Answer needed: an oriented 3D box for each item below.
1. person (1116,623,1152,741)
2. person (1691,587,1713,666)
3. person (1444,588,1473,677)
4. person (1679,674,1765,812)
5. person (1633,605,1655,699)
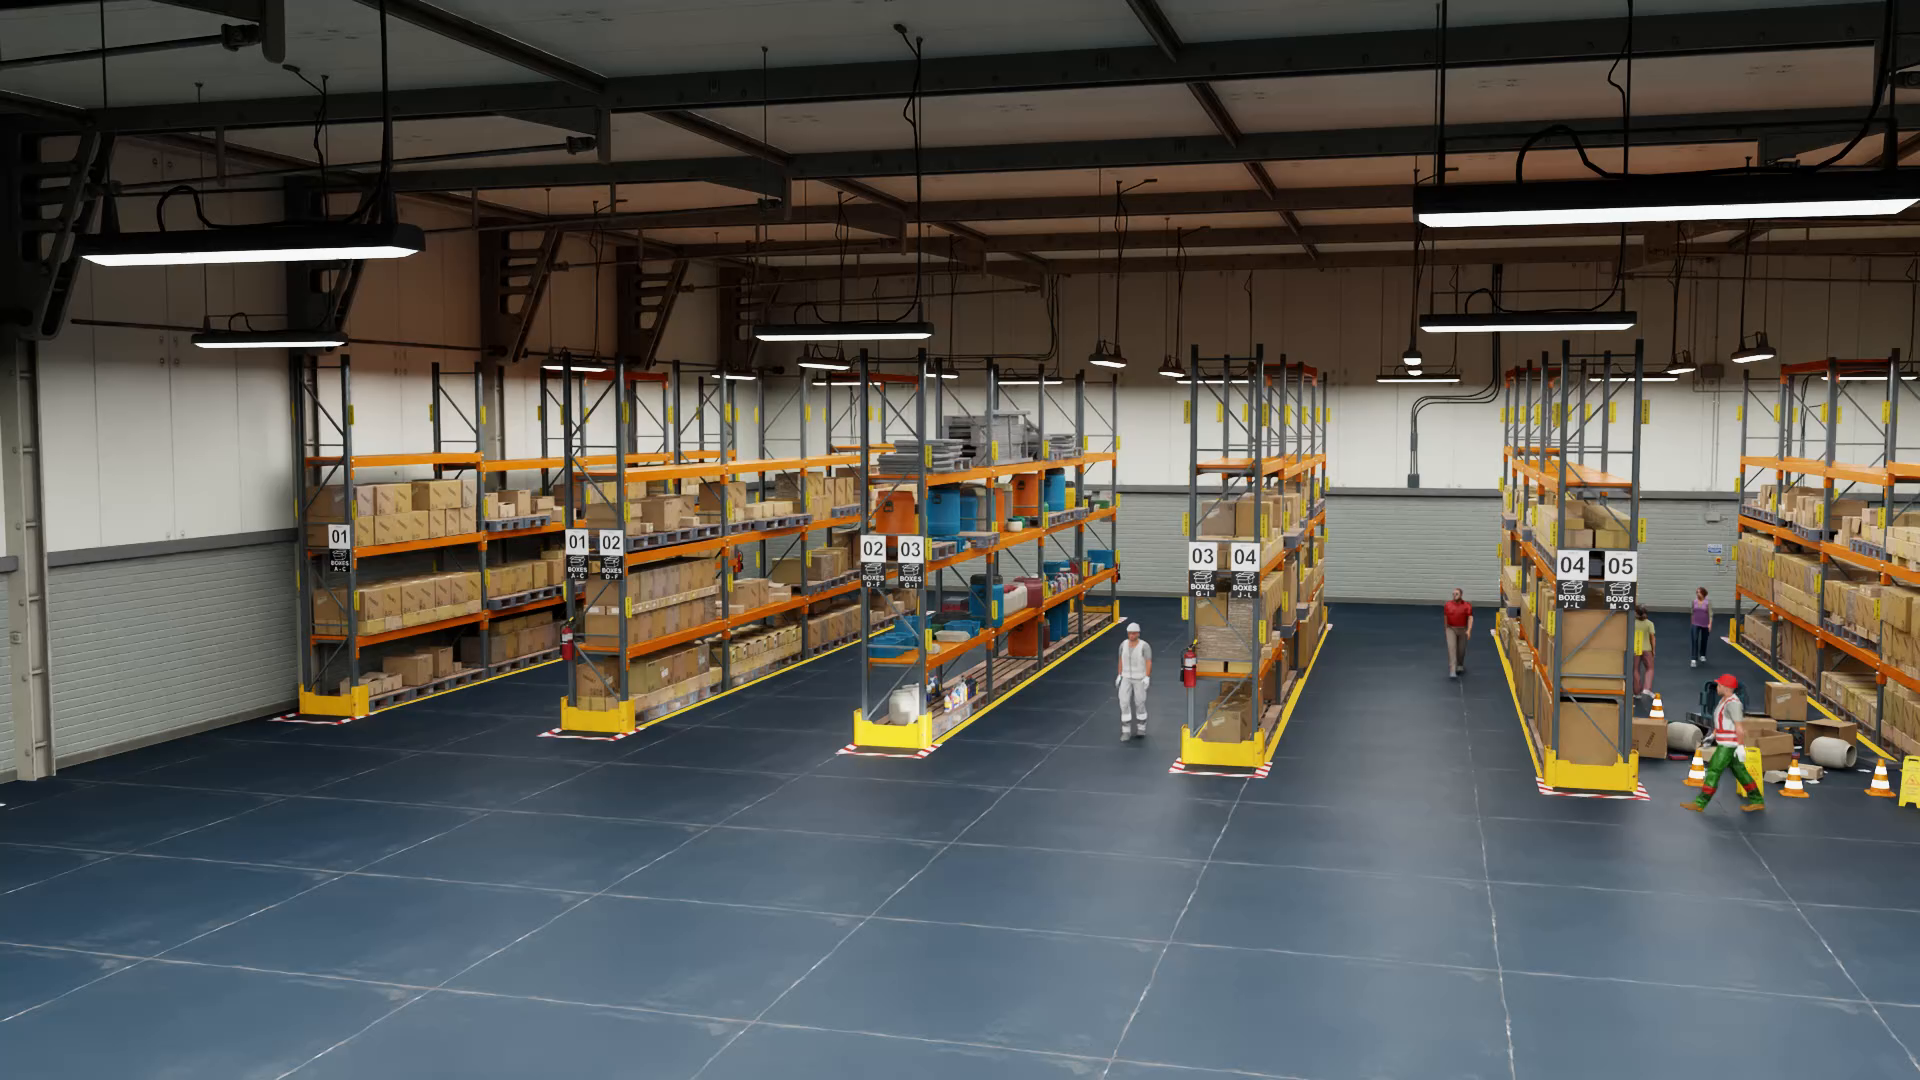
[{"bbox_3d":[2.683,2.191,25.779,0.623,1.825,0.592,2,5,28],"label":"person"},{"bbox_3d":[14.840,1.710,33.276,0.419,1.547,0.961,2,5,25],"label":"person"},{"bbox_3d":[9.571,1.756,31.922,0.523,1.663,1.078,1,4,13],"label":"person"},{"bbox_3d":[9.594,2.552,20.884,1.012,1.748,0.578,1,5,18],"label":"person"},{"bbox_3d":[12.028,1.977,29.331,0.495,1.667,0.534,1,4,15],"label":"person"}]
